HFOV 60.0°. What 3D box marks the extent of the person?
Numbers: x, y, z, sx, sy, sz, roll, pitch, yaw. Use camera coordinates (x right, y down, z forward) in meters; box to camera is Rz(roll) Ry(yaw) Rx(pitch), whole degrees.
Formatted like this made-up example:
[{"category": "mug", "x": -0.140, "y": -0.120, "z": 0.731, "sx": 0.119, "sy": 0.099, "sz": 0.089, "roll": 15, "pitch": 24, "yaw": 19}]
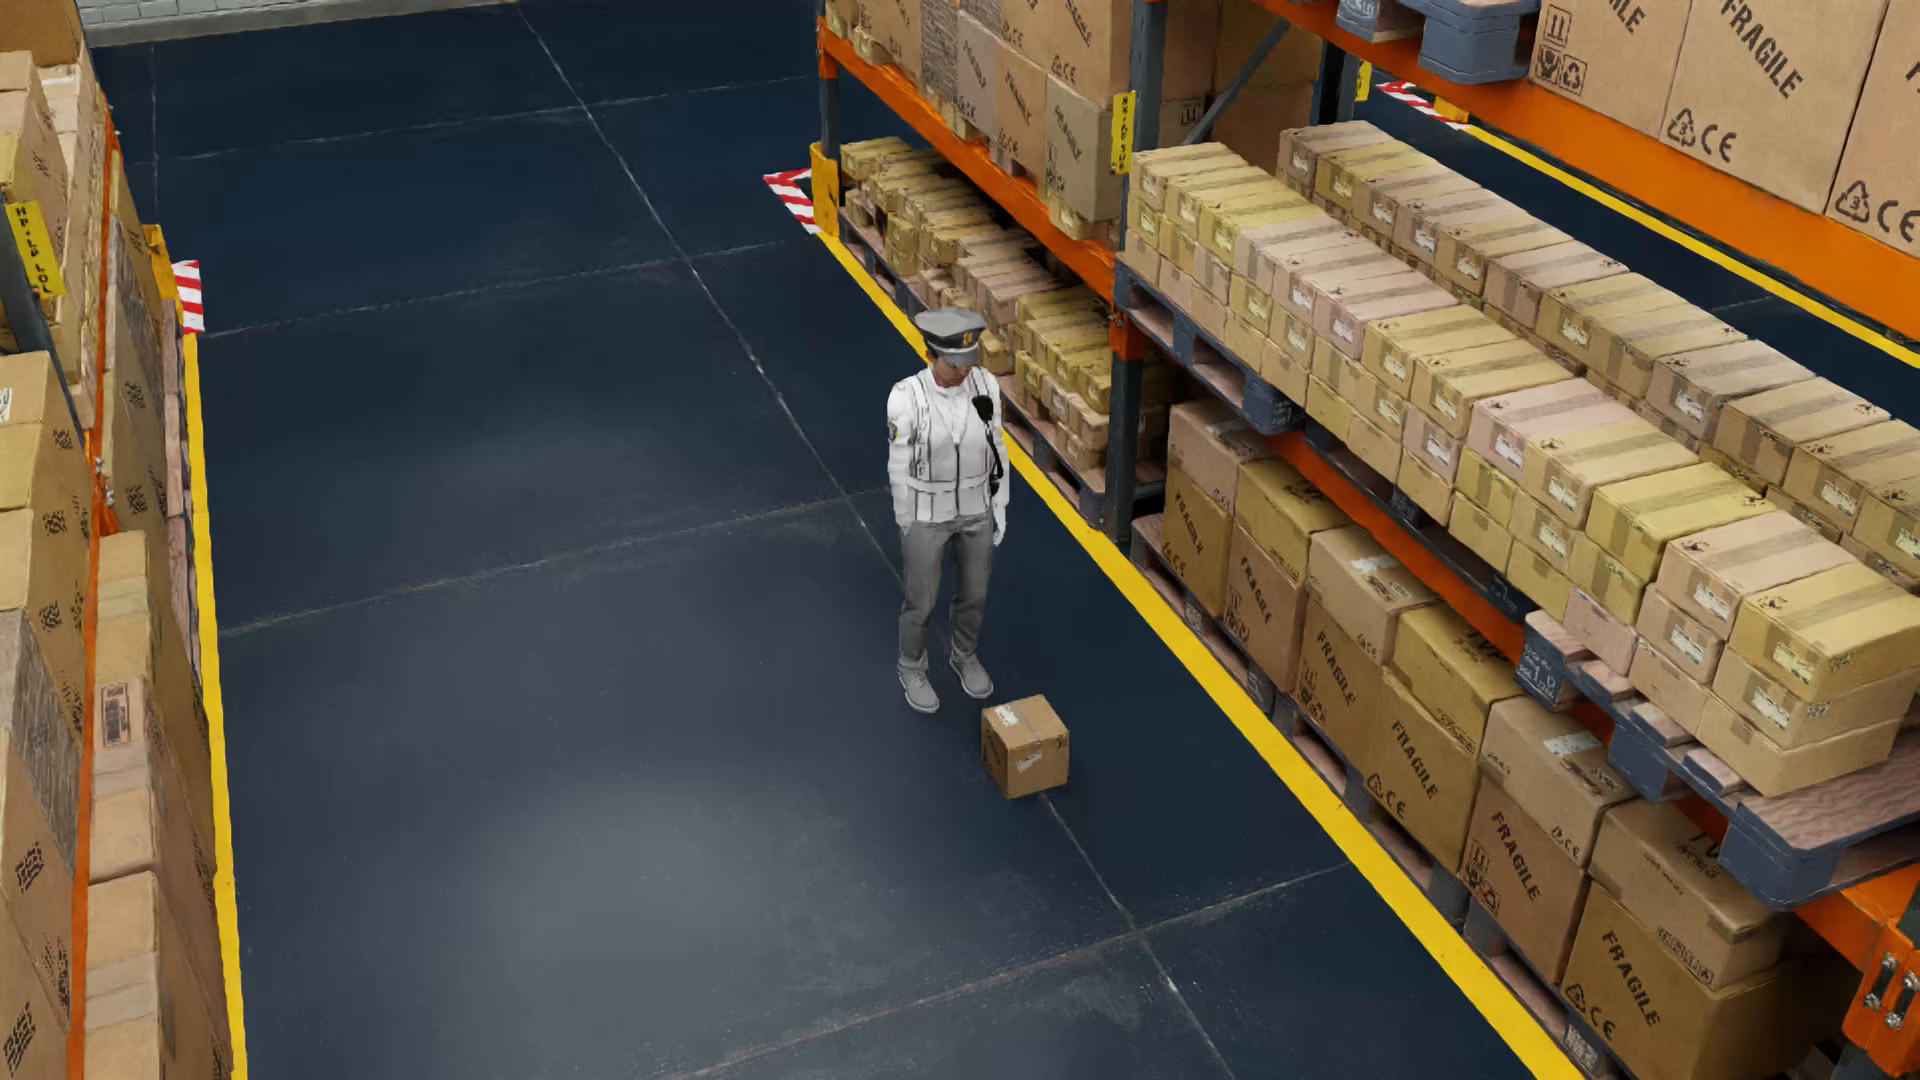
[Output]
[{"category": "person", "x": -0.032, "y": -0.100, "z": 6.295, "sx": 0.469, "sy": 1.663, "sz": 0.328, "roll": -13, "pitch": 36, "yaw": -18}]
